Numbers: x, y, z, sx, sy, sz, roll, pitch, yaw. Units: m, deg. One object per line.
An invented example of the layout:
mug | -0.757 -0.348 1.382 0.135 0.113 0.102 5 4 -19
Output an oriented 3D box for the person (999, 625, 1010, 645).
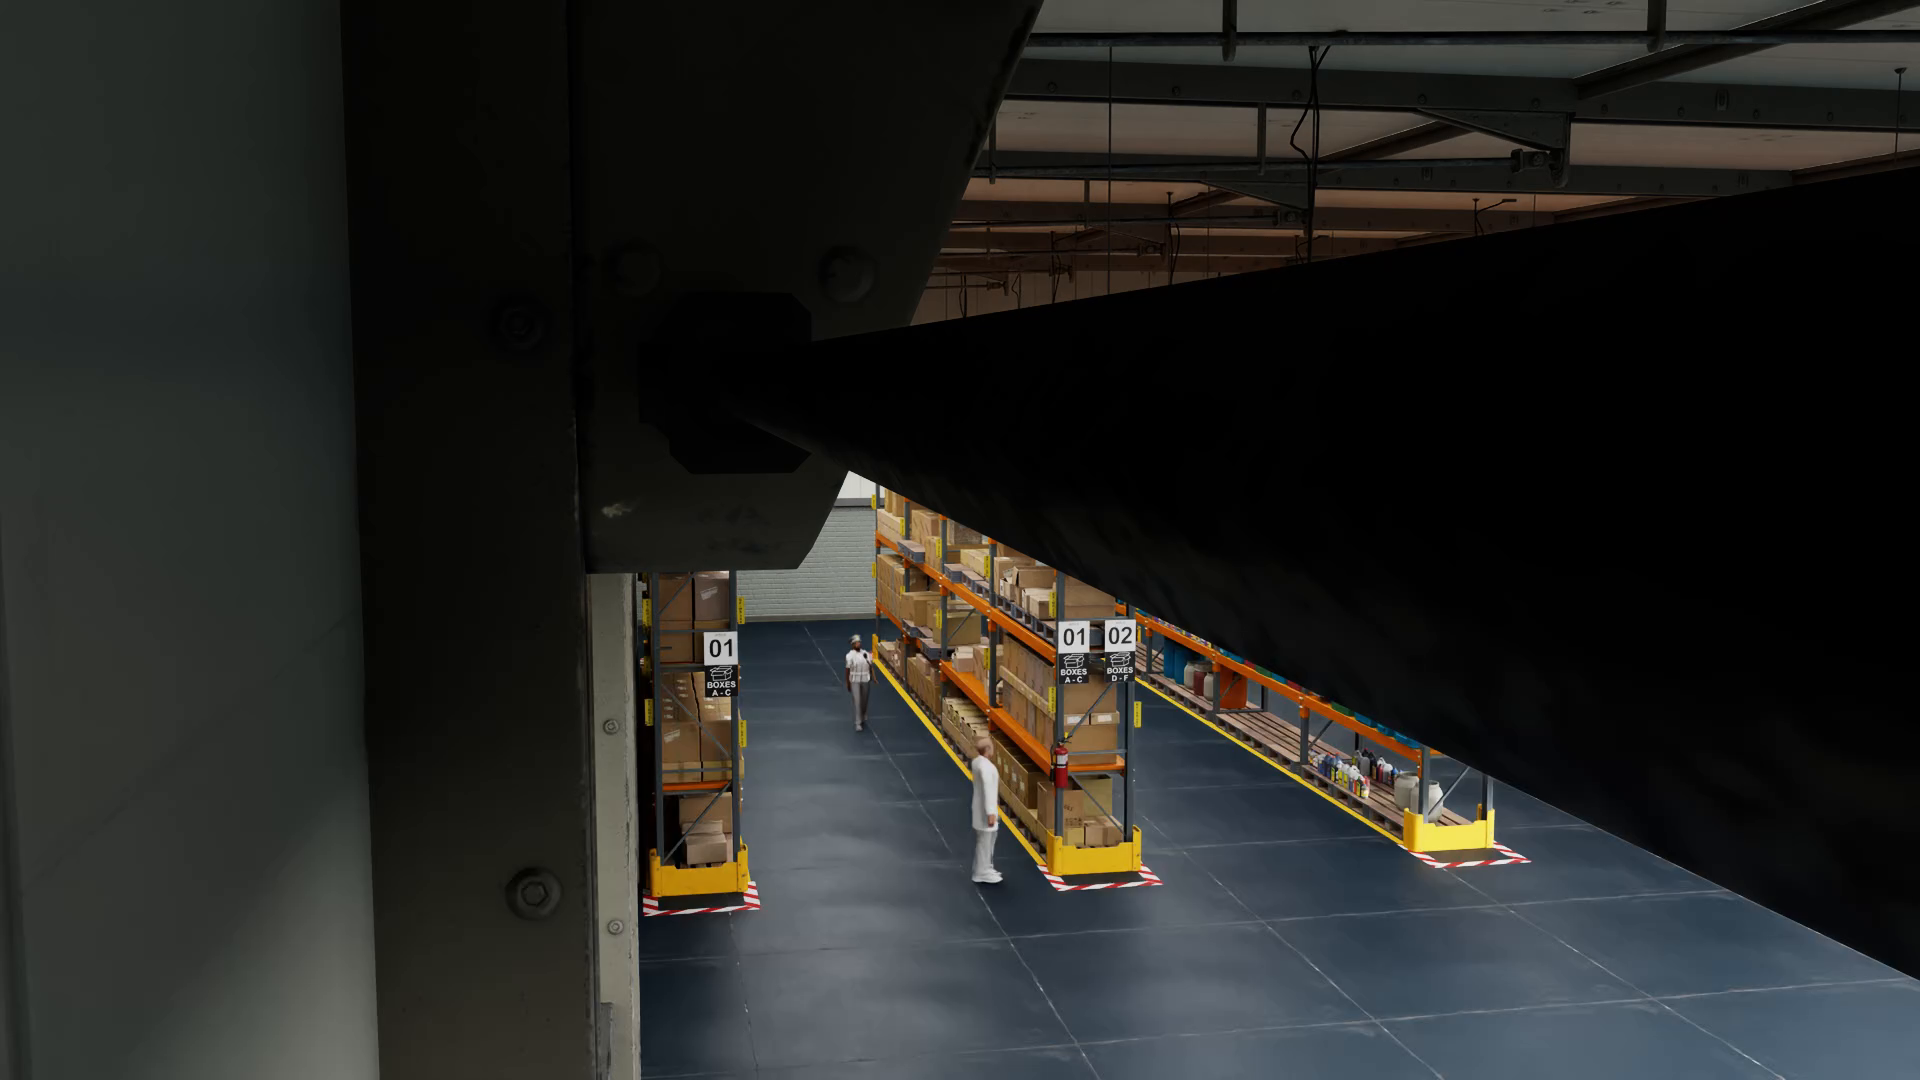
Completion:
person | 0.934 2.183 32.293 0.648 1.774 1.028 -1 6 -10

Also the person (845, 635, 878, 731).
person | -1.751 2.501 29.389 0.553 1.640 0.934 -1 6 -11

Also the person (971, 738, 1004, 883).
person | 0.356 3.353 20.561 0.442 1.813 0.631 -1 6 -6
